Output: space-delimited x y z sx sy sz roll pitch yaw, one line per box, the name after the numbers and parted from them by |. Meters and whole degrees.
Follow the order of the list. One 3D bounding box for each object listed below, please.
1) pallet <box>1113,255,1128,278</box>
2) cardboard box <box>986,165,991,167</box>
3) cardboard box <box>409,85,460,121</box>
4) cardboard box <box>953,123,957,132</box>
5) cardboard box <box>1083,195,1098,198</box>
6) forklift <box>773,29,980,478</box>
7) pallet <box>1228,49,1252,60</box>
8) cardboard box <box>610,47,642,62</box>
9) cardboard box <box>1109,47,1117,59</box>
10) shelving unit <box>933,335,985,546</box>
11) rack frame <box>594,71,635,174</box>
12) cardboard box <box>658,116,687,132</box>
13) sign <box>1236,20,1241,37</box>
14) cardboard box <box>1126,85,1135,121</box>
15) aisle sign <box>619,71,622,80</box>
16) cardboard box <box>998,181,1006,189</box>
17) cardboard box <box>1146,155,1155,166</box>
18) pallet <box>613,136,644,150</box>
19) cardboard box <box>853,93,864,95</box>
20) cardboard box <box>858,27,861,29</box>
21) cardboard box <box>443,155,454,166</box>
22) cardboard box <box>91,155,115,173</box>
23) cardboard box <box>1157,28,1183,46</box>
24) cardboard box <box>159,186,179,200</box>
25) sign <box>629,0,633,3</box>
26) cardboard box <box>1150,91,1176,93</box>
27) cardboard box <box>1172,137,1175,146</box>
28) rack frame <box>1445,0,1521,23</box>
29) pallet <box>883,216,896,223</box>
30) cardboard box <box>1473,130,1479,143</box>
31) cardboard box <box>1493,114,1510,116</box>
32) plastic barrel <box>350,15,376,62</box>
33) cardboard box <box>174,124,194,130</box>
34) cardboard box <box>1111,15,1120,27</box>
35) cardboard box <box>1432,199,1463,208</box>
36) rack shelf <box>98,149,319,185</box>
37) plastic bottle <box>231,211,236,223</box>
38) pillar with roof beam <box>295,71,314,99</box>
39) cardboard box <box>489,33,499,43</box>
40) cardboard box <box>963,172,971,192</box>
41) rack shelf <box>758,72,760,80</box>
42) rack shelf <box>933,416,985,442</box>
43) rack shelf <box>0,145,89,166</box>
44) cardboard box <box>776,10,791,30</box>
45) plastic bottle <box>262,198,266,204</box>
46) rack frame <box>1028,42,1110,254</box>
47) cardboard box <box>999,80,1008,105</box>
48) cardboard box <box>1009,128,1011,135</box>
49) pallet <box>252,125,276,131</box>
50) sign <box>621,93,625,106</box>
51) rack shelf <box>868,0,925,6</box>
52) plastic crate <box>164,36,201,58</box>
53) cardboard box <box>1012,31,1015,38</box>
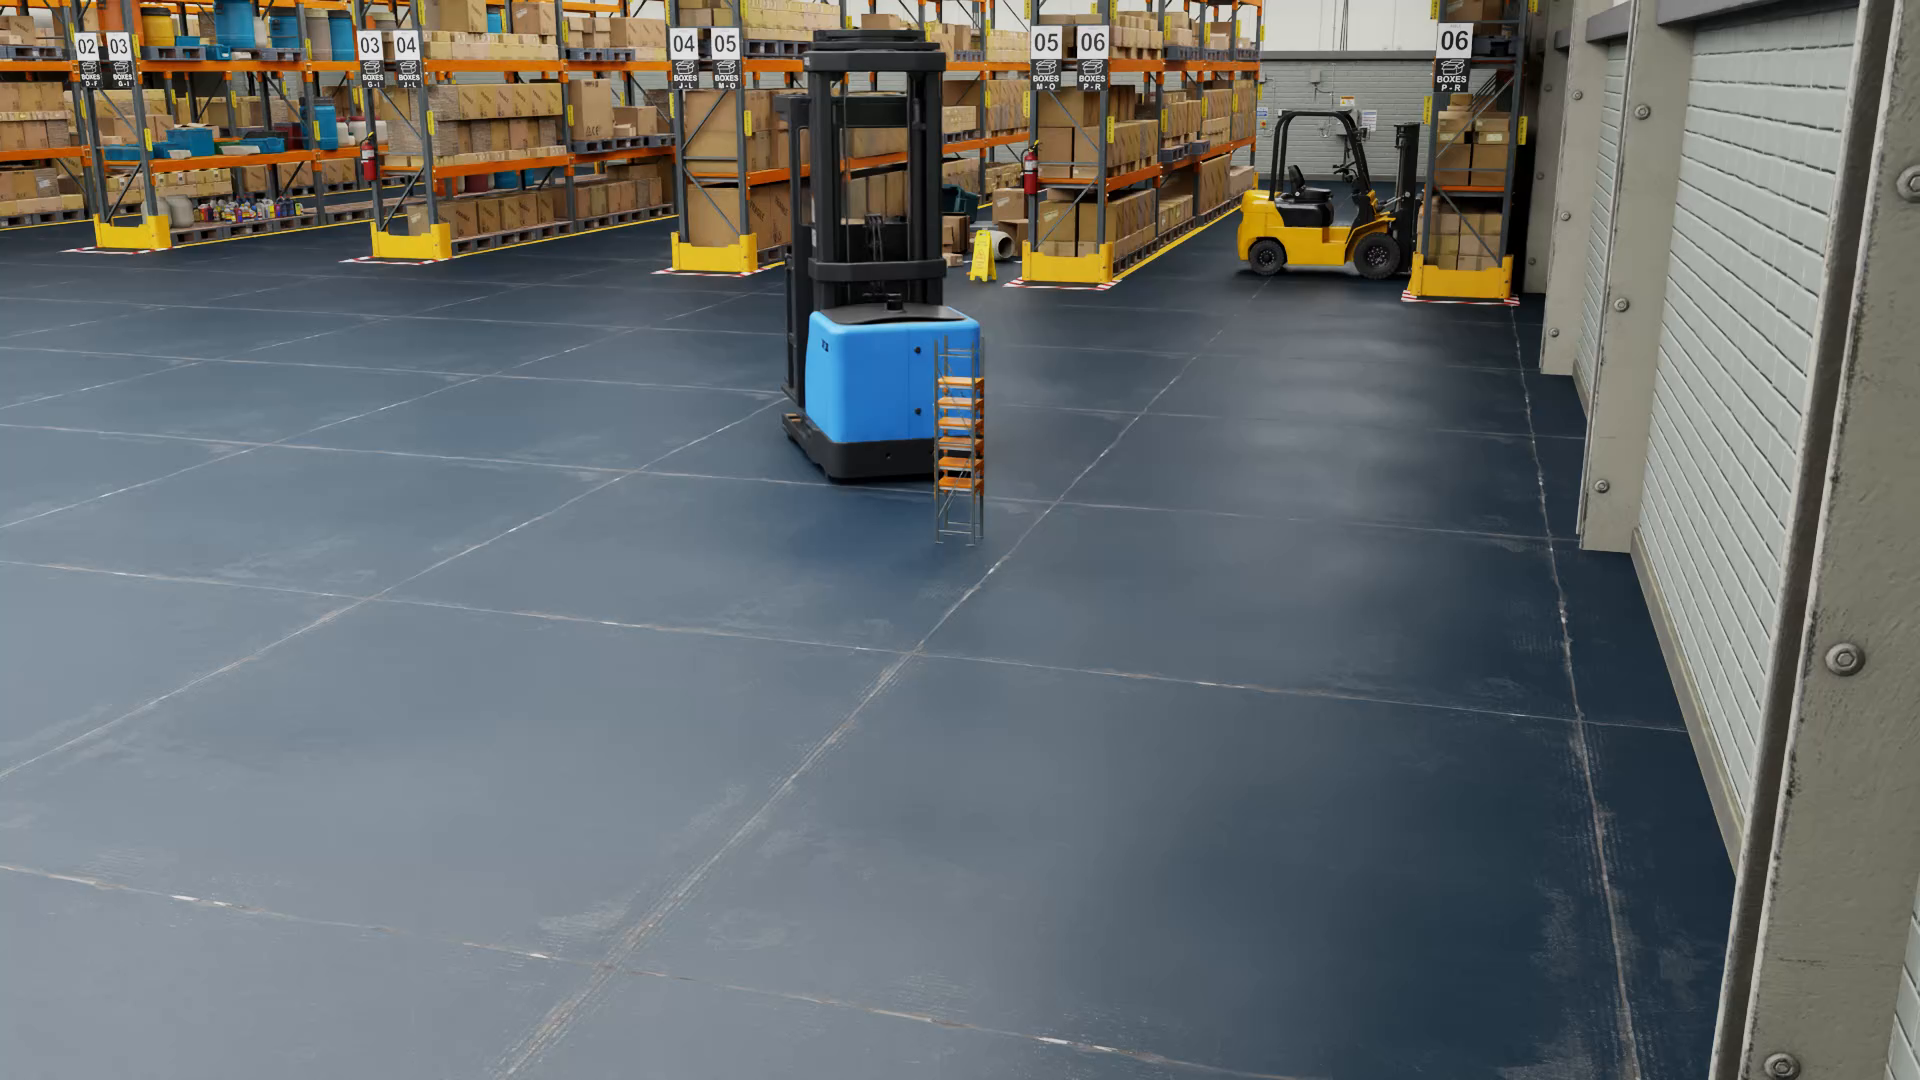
1.675 -3.730 22.592 1.003 0.211 1.213 5 16 16 | pallet
0.449 -8.110 36.291 0.380 0.149 0.250 5 17 18 | cardboard box
-7.696 -6.405 24.353 0.500 0.500 0.500 5 16 16 | cardboard box
-0.267 -7.959 32.084 0.380 0.149 0.250 5 17 18 | cardboard box
1.661 -4.580 23.373 0.500 0.500 0.500 4 16 15 | cardboard box
-0.728 -2.178 12.135 1.130 2.935 3.031 -4 16 -15 | forklift
5.389 -9.913 33.946 1.003 0.211 1.213 5 16 16 | pallet
-6.013 -8.668 29.672 0.500 0.250 0.500 5 17 17 | cardboard box
1.794 -6.225 21.243 0.380 0.149 0.250 5 16 16 | cardboard box
-0.004 -0.573 9.652 0.258 1.200 0.189 5 16 16 | shelving unit
-8.315 -10.180 40.223 1.000 3.000 0.127 5 16 16 | rack frame
-5.441 -7.857 31.850 0.500 0.500 0.500 5 17 18 | cardboard box
5.321 -9.785 31.808 0.100 0.325 0.005 5 16 16 | sign
2.192 -6.462 24.554 0.700 0.500 0.500 4 16 15 | cardboard box
-8.014 -11.427 39.855 0.394 0.787 0.004 5 16 16 | aisle sign
0.765 -7.582 35.518 0.380 0.149 0.250 4 16 14 | cardboard box
2.661 -5.594 24.513 0.380 0.149 0.250 5 17 17 | cardboard box
-6.363 -7.090 29.679 1.003 0.211 1.213 5 16 16 | pallet
-1.970 -7.040 27.135 0.700 0.500 0.500 4 16 15 | cardboard box
-1.818 -8.504 28.029 0.500 0.311 0.500 4 16 15 | cardboard box
-7.714 -5.609 24.568 0.380 0.149 0.250 5 16 16 | cardboard box
-19.497 -8.434 37.237 0.750 0.750 0.750 5 16 16 | cardboard box
3.075 -7.583 25.074 0.500 0.250 0.500 4 16 14 | cardboard box
-15.685 -6.793 32.553 0.500 0.250 0.500 5 17 17 | cardboard box
-7.783 -12.872 39.313 0.100 0.325 0.005 5 16 16 | sign
3.558 -7.619 29.179 0.500 0.500 0.500 4 16 14 | cardboard box
3.185 -6.298 26.227 0.380 0.149 0.250 5 17 17 | cardboard box
6.145 -7.344 19.230 0.949 2.616 0.053 5 16 16 | rack frame
-1.758 -5.432 28.593 1.003 0.211 1.213 5 16 16 | pallet
6.502 -4.956 20.433 0.380 0.149 0.250 5 16 16 | cardboard box
7.089 -5.568 22.045 0.380 0.149 0.250 4 16 15 | cardboard box
-11.216 -9.368 31.075 0.600 0.830 0.708 5 16 16 | plastic barrel
-15.776 -8.210 33.442 0.500 0.311 0.500 4 16 15 | cardboard box
1.871 -6.752 21.640 0.380 0.149 0.250 5 16 16 | cardboard box
6.561 -4.498 22.627 0.500 0.250 0.500 5 17 18 | cardboard box
-12.294 -6.171 27.408 1.077 0.370 4.000 5 16 16 | rack shelf
-12.019 -5.337 27.469 0.097 0.201 0.097 0 16 0 | plastic bottle
-13.748 -14.274 43.663 9.100 9.000 0.400 5 16 16 | pillar with roof beam
-7.323 -7.703 25.537 0.380 0.149 0.250 4 16 14 | cardboard box
-0.091 -6.990 32.789 0.500 0.500 0.500 4 16 15 | cardboard box
-4.135 -10.370 36.713 1.077 0.370 4.000 5 16 16 | rack shelf
-0.004 -0.646 9.632 0.258 0.103 0.180 5 16 16 | rack shelf
-17.042 -6.556 28.765 1.077 0.370 4.000 5 16 16 | rack shelf
-2.717 -7.334 23.470 0.500 0.250 0.500 4 16 15 | cardboard box
-12.236 -5.890 29.293 0.097 0.271 0.097 0 16 0 | plastic bottle
1.388 -4.841 21.401 1.000 3.000 0.127 5 16 16 | rack frame
0.691 -9.376 34.828 0.500 0.500 0.500 5 17 17 | cardboard box
0.888 -8.827 35.912 0.380 0.149 0.250 4 16 14 | cardboard box
-14.788 -8.889 36.023 1.003 0.211 1.213 5 16 16 | pallet
-6.373 -8.302 31.480 0.100 0.325 0.005 5 16 16 | sign
-1.681 -9.116 27.530 1.077 0.370 4.000 5 16 16 | rack shelf
-12.609 -7.952 26.899 0.392 0.384 0.575 5 16 16 | plastic crate
0.953 -10.746 35.348 0.380 0.149 0.250 5 17 17 | cardboard box
